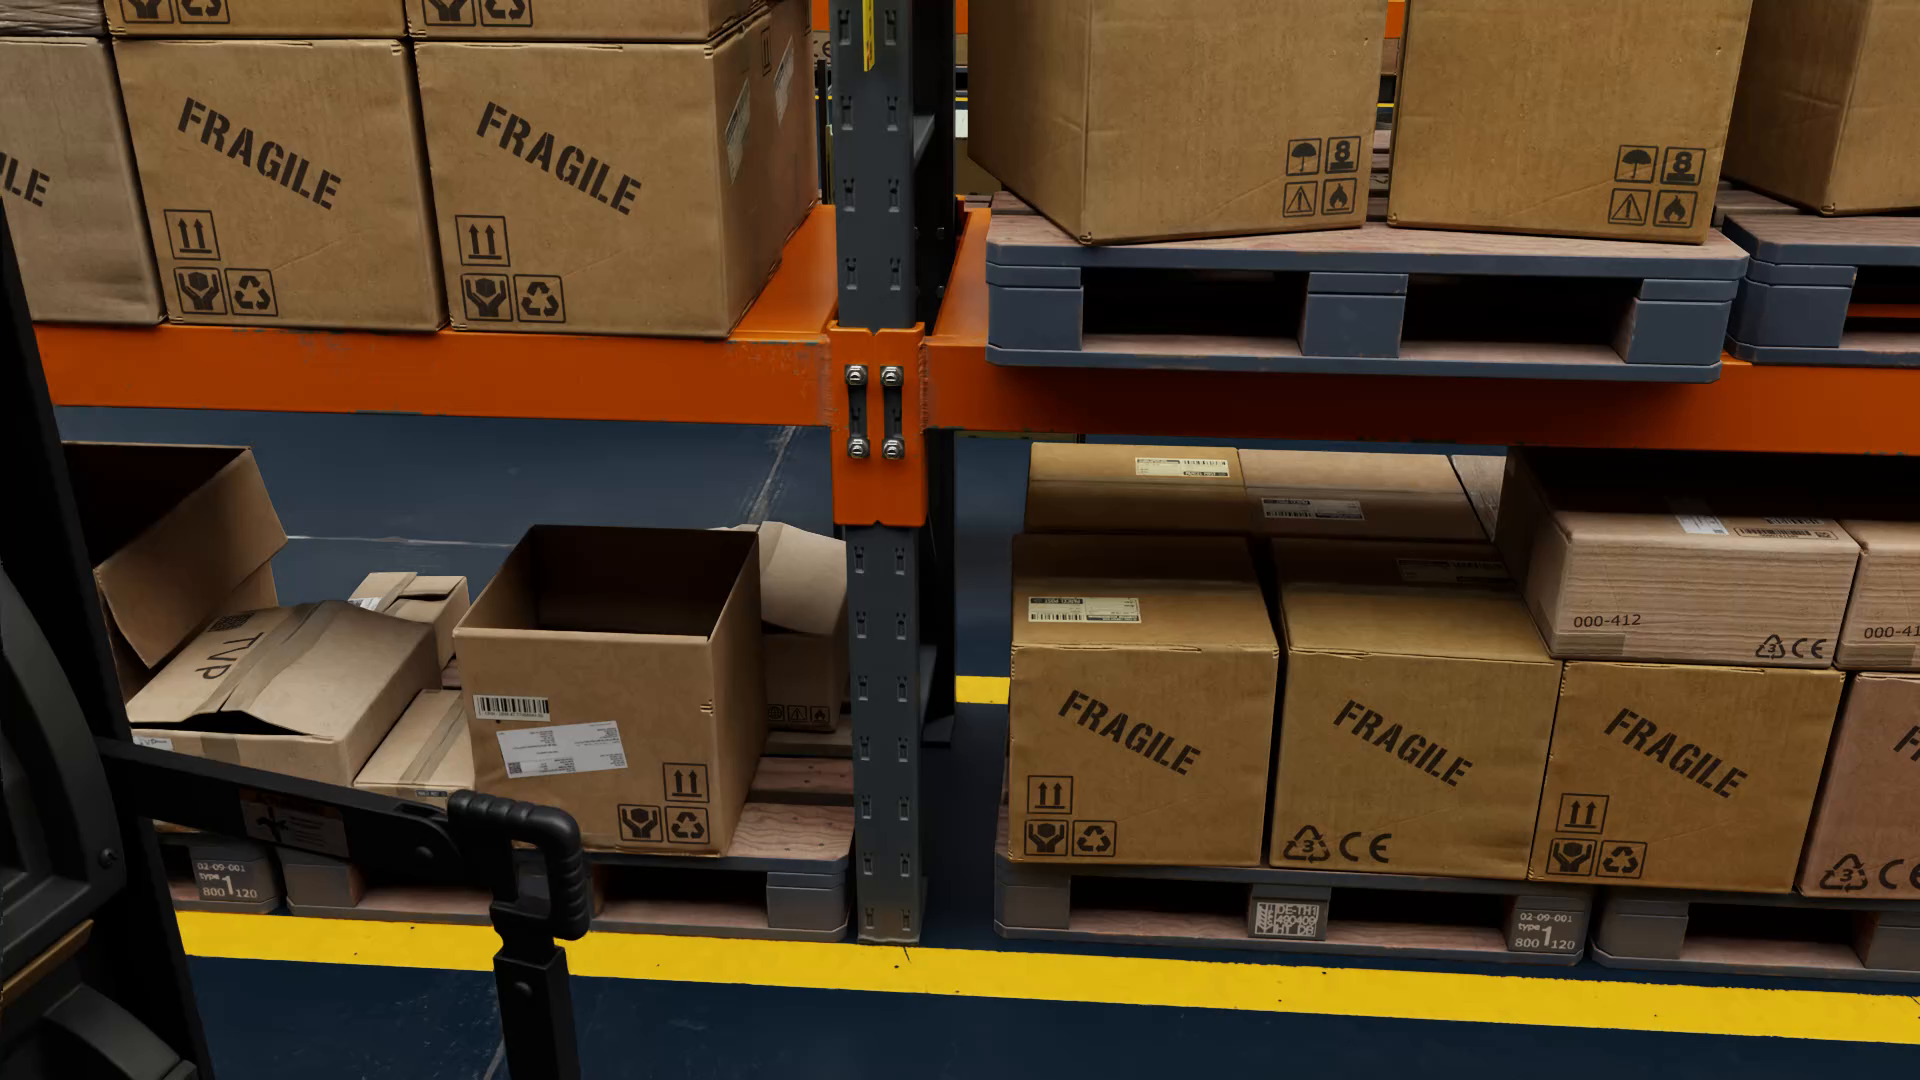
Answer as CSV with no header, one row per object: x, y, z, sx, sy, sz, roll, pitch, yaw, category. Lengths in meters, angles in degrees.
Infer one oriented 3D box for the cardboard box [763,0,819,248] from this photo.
-0.597,-0.909,3.517,0.500,0.500,0.500,2,25,5,cardboard box

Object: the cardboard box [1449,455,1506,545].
1.396,0.134,3.835,0.500,0.500,0.500,2,25,5,cardboard box

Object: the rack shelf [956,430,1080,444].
0.007,-0.385,5.072,0.720,0.370,0.431,2,25,4,rack shelf

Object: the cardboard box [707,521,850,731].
-0.512,0.184,3.951,0.500,0.311,0.500,2,25,4,cardboard box

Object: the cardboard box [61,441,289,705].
-1.984,0.143,3.812,0.637,0.503,0.797,2,25,4,cardboard box

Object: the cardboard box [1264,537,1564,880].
0.886,0.332,3.405,0.500,0.500,0.500,2,25,5,cardboard box

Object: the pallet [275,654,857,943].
-0.795,0.511,3.888,1.213,0.211,1.003,2,25,4,pallet

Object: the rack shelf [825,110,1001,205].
0.007,-1.036,4.773,0.720,0.370,0.431,2,25,4,rack shelf

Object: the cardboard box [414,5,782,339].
-0.628,-0.688,3.037,0.500,0.500,0.500,2,25,5,cardboard box

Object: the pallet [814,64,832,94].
-1.320,-3.690,13.018,1.213,0.211,1.003,2,25,4,pallet

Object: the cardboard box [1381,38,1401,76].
3.066,-4.022,12.443,0.875,0.875,1.225,2,25,4,cardboard box

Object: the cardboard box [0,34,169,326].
-1.655,-0.720,3.106,0.500,0.500,0.500,2,25,5,cardboard box

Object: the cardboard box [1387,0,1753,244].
1.036,-0.866,2.921,0.500,0.500,0.700,6,25,12,cardboard box

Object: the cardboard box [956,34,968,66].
0.000,-4.142,12.703,0.875,0.875,0.875,2,25,4,cardboard box

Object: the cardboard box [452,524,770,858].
-0.700,0.302,3.469,0.500,0.500,0.500,2,25,4,cardboard box

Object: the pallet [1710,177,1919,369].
1.939,-0.579,3.149,1.213,0.211,1.003,2,25,4,pallet

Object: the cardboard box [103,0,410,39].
-1.145,-1.157,2.860,0.500,0.500,0.500,1,25,3,cardboard box

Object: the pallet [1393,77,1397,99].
3.860,-3.524,12.656,1.213,0.211,1.003,2,25,4,pallet

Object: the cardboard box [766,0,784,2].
-0.558,-1.366,3.314,0.500,0.500,0.500,2,25,5,cardboard box

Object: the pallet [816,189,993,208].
-0.463,-1.539,8.341,1.213,0.211,1.003,2,25,4,pallet

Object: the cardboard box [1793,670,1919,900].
1.888,0.367,3.328,0.500,0.500,0.500,1,25,2,cardboard box

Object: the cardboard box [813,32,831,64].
-0.897,-4.171,12.766,0.875,0.875,0.875,2,25,4,cardboard box

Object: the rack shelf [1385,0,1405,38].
2.267,-2.407,7.754,4.000,0.370,1.077,2,25,4,rack shelf

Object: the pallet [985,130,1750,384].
0.678,-0.575,3.142,1.213,0.211,1.003,2,25,4,pallet

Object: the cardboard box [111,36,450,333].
-1.142,-0.704,3.072,0.500,0.500,0.500,3,25,5,cardboard box

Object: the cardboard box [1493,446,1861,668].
1.351,0.010,3.206,0.500,0.250,0.500,2,25,4,cardboard box

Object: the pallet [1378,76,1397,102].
2.647,-3.564,12.744,1.213,0.211,1.003,2,25,4,pallet

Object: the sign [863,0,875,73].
-0.144,-0.900,2.583,0.005,0.325,0.100,2,25,4,sign

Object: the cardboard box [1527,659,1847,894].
1.384,0.351,3.364,0.500,0.500,0.500,2,25,5,cardboard box

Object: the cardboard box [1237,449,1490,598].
0.896,0.118,3.870,0.500,0.500,0.500,2,25,4,cardboard box

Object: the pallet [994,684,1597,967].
0.704,0.543,3.817,1.213,0.211,1.003,2,25,4,pallet

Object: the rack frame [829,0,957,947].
-0.110,-0.734,3.256,0.127,3.000,1.000,2,25,4,rack frame

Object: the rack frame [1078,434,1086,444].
0.372,-0.669,4.911,0.023,1.500,0.400,2,25,4,rack frame

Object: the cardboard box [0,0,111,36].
-1.647,-1.173,2.895,0.500,0.500,0.500,2,25,4,cardboard box

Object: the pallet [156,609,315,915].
-2.014,0.473,3.970,1.213,0.211,1.003,2,25,4,pallet

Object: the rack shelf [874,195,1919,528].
1.884,-0.343,3.267,4.000,0.370,1.077,2,25,4,rack shelf

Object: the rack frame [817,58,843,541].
-0.358,-0.693,4.962,0.023,1.500,0.400,2,25,4,rack frame

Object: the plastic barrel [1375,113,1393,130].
2.076,-1.756,7.952,0.421,0.512,0.421,0,25,0,plastic barrel

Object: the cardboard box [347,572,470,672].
-1.375,0.227,4.032,0.250,0.166,0.380,2,25,4,cardboard box

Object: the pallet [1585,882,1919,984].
1.924,0.581,3.734,1.213,0.211,1.003,2,25,4,pallet

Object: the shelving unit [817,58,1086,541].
0.007,-0.681,4.936,0.755,1.500,0.431,2,25,4,shelving unit

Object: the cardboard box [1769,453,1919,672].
1.851,0.026,3.171,0.500,0.250,0.500,1,25,3,cardboard box

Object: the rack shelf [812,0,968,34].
-1.721,-2.535,8.032,4.000,0.370,1.077,2,25,4,rack shelf

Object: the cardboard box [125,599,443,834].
-1.448,0.364,3.561,0.500,0.311,0.500,2,25,4,cardboard box

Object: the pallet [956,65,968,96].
-0.100,-3.652,12.935,1.213,0.211,1.003,2,25,4,pallet

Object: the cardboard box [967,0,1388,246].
0.345,-0.861,2.912,0.500,0.500,0.700,-6,25,-14,cardboard box

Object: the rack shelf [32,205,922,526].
-2.104,-0.471,3.545,4.000,0.370,1.077,2,25,4,rack shelf

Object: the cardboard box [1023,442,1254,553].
0.404,0.098,3.912,0.500,0.500,0.500,2,25,4,cardboard box

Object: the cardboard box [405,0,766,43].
-0.634,-1.142,2.827,0.500,0.500,0.500,2,25,4,cardboard box

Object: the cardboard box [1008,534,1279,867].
0.354,0.319,3.432,0.500,0.500,0.500,1,25,2,cardboard box

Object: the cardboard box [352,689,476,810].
-1.078,0.475,3.514,0.250,0.149,0.380,2,25,4,cardboard box

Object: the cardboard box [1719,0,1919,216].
1.656,-0.939,3.080,0.500,0.500,0.700,-4,25,-9,cardboard box
